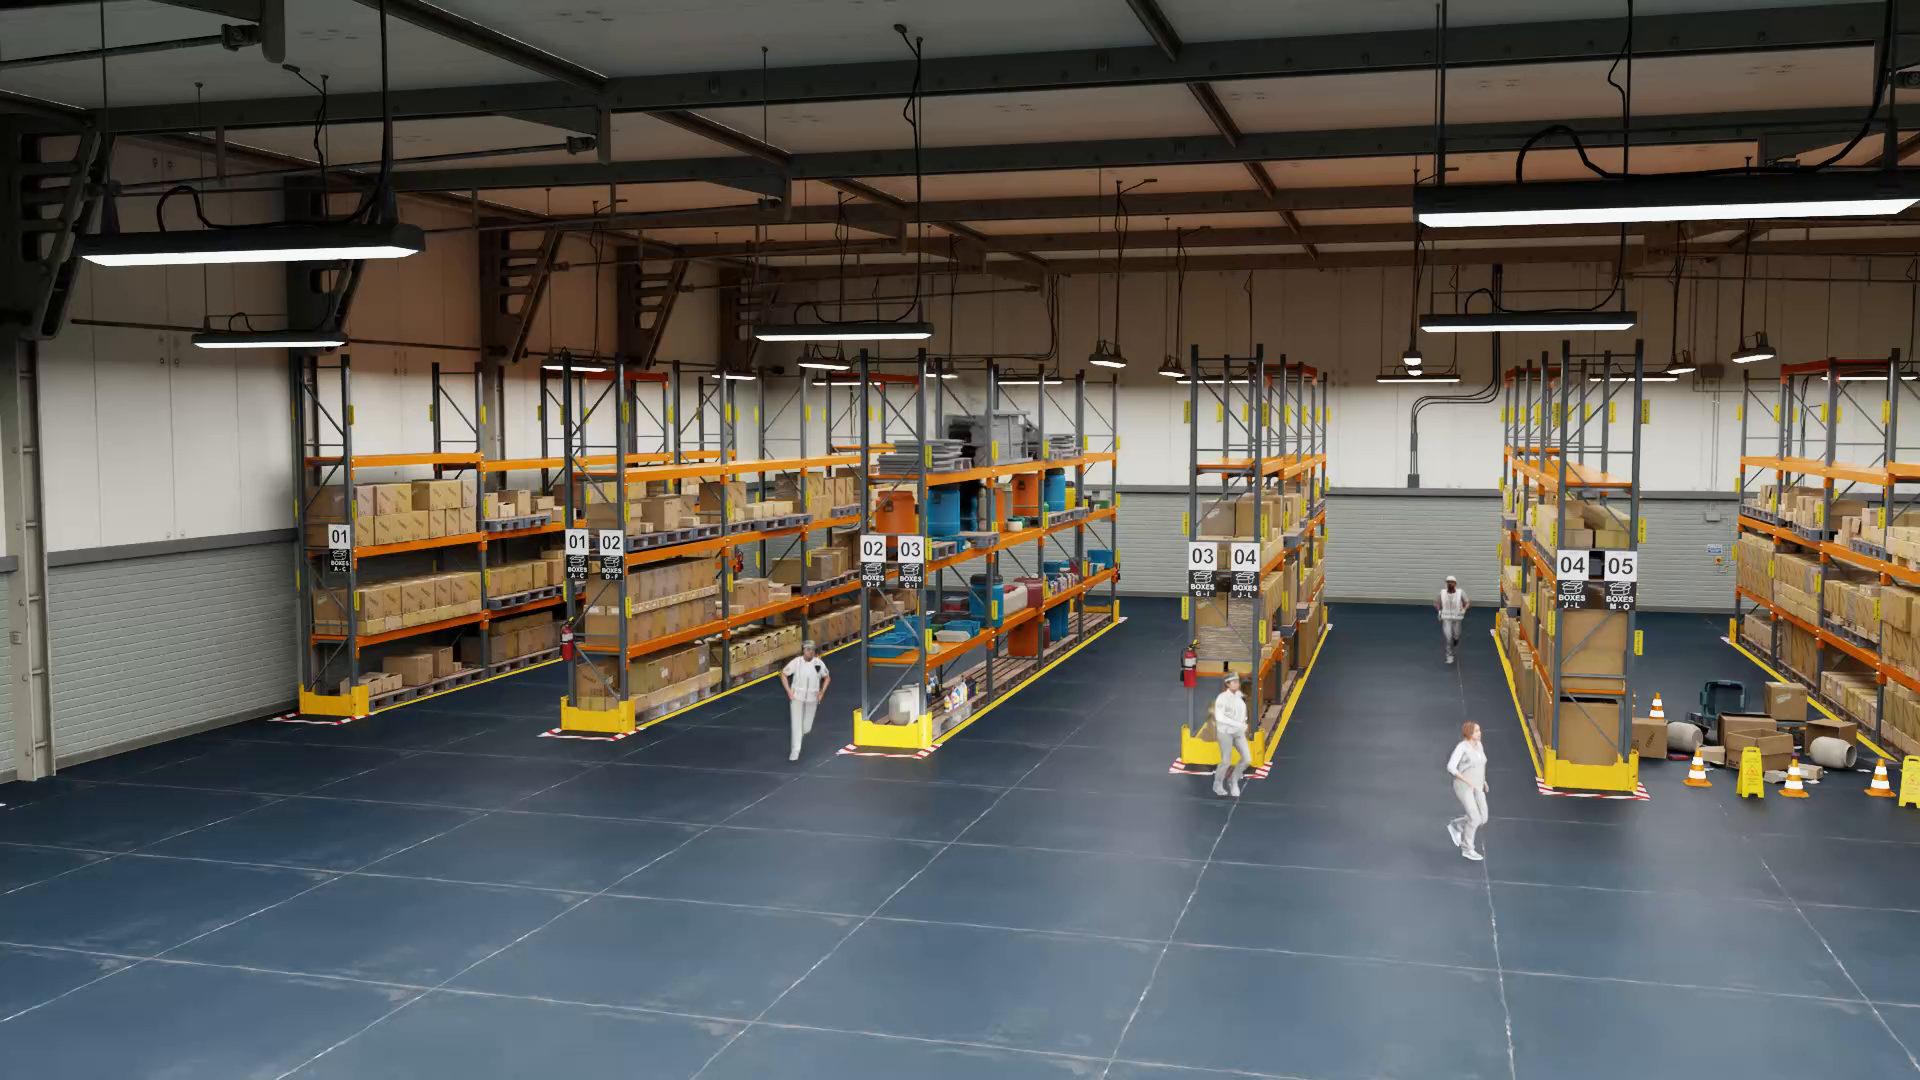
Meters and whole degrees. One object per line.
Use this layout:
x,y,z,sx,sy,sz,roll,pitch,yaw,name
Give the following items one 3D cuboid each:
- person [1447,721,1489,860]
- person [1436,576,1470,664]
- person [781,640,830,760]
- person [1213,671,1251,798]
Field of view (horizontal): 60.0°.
5.711,2.825,18.811,0.559,1.546,0.536,-3,5,-36,person
9.987,1.605,33.735,0.674,1.767,0.749,2,5,20,person
-2.272,2.318,24.503,0.731,1.734,0.722,-1,4,-13,person
3.584,2.543,21.730,0.638,1.698,0.652,-3,5,-32,person
